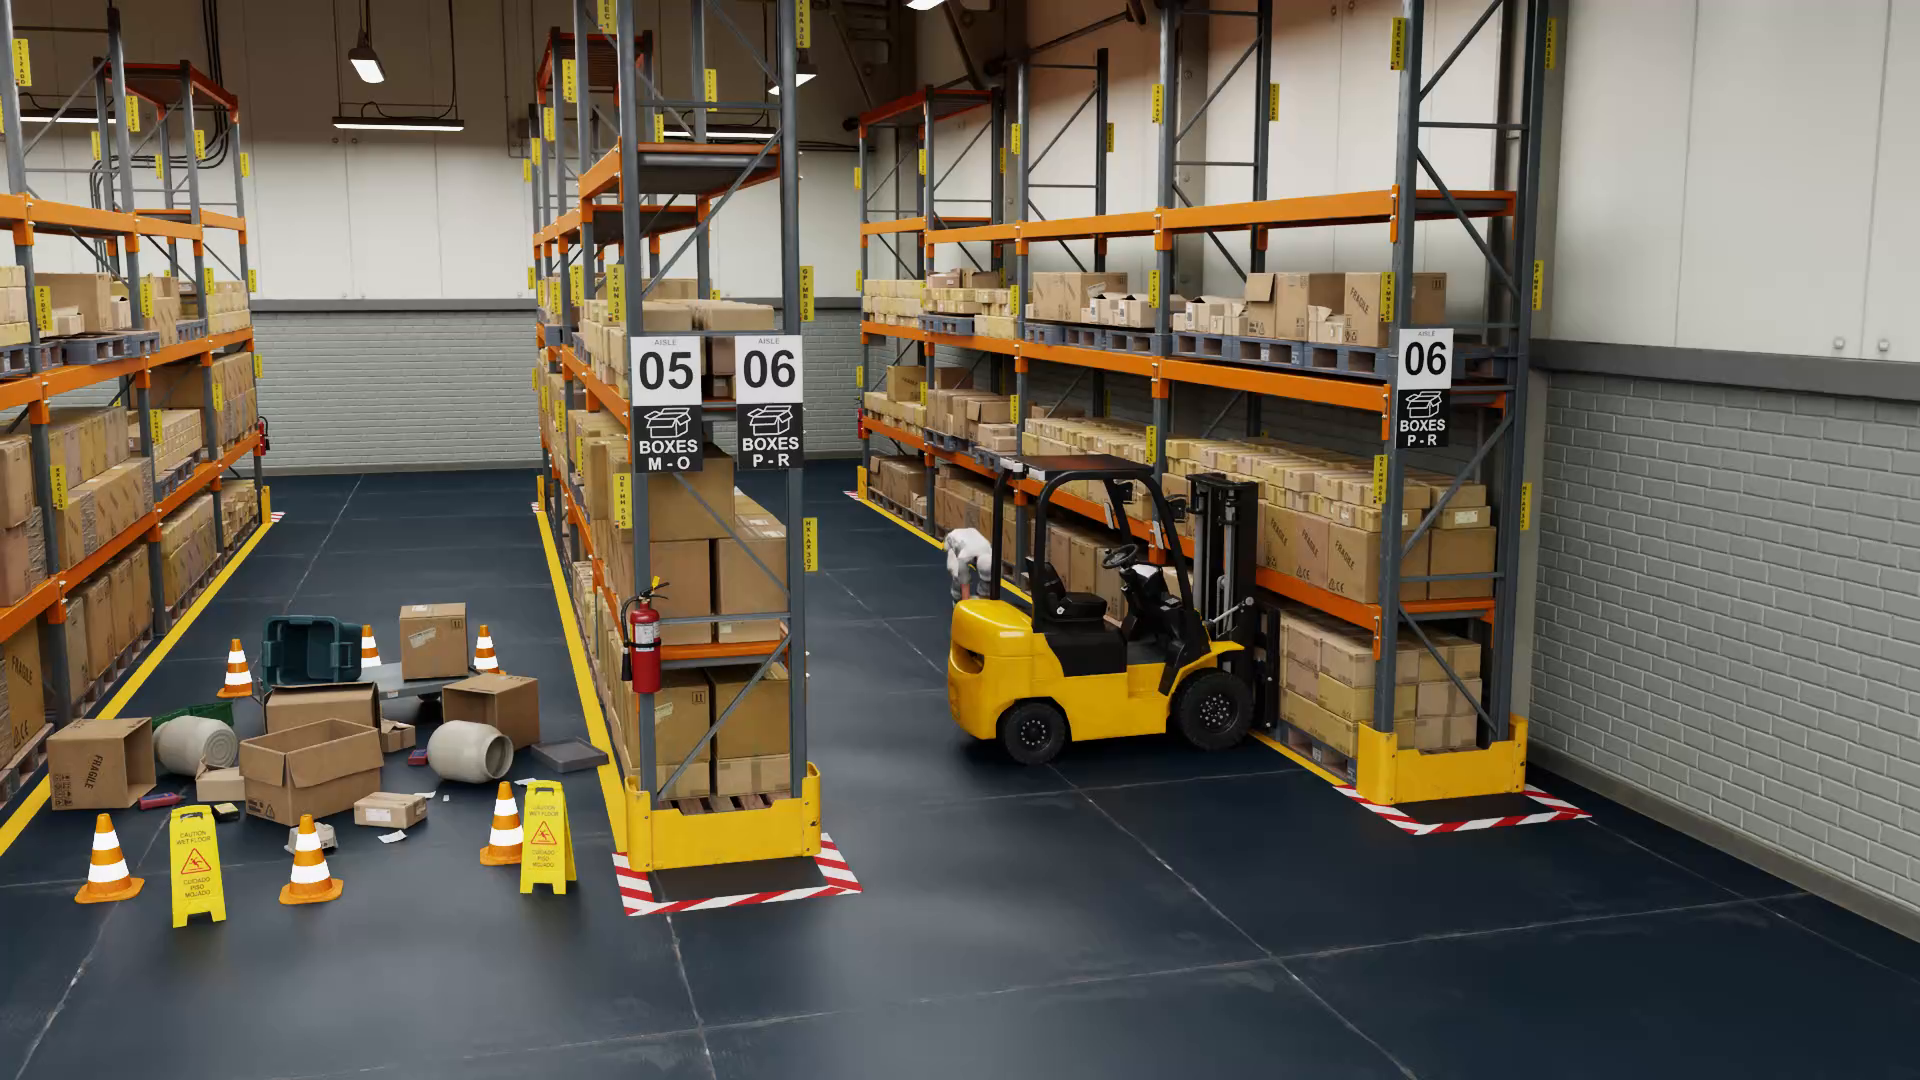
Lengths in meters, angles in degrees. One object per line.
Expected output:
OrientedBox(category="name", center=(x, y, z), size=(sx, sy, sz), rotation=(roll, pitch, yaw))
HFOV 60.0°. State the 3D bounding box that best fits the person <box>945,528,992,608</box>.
OrientedBox(category="person", center=(0.153, 0.366, 17.298), size=(0.531, 0.925, 0.954), rotation=(-3, 10, -19))
